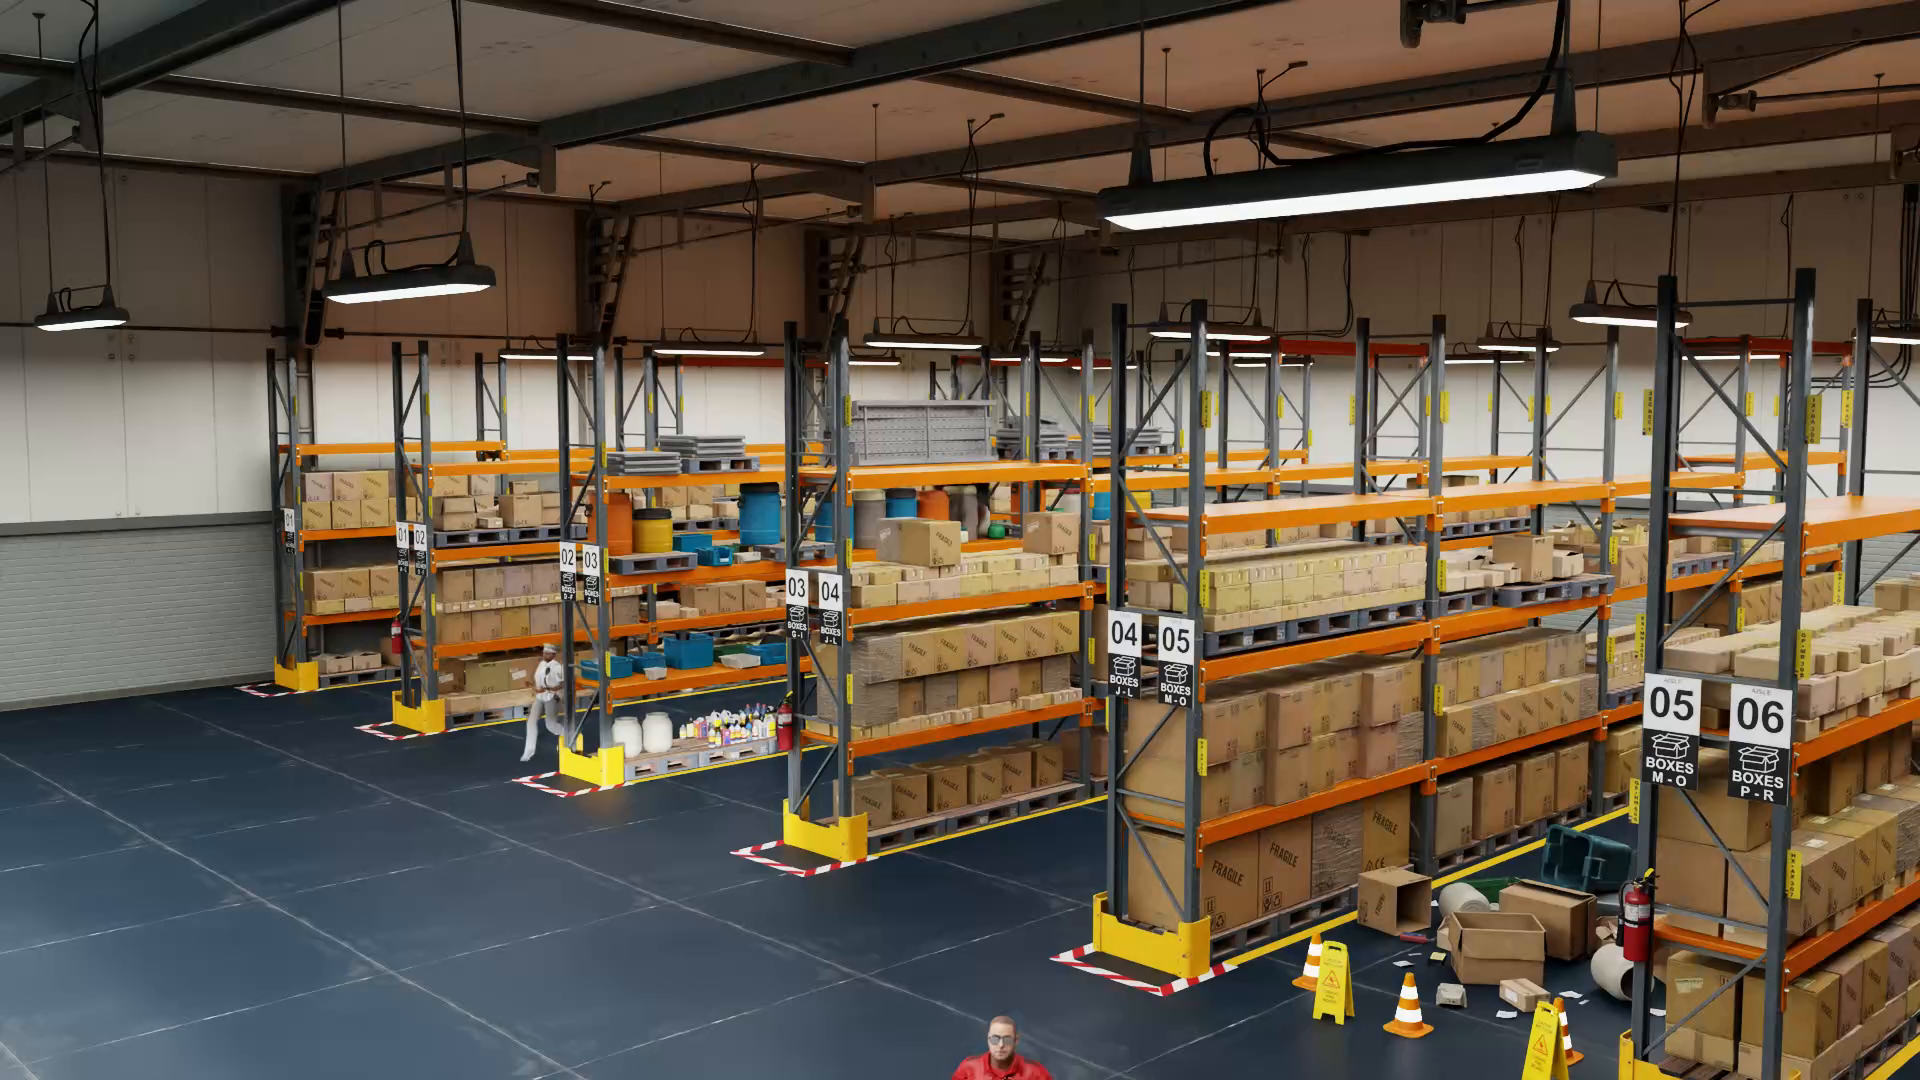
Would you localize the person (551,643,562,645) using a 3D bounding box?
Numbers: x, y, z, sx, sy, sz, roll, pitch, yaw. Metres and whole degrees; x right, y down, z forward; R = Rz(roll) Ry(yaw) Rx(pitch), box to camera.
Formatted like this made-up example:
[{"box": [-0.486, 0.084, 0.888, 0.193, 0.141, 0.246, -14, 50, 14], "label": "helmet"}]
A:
[{"box": [-7.052, 1.732, 29.483, 0.656, 1.707, 0.970, 5, 7, 43], "label": "person"}]

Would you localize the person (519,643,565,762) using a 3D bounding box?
[{"box": [-5.836, 2.299, 23.740, 0.602, 1.692, 0.877, 3, 6, 33], "label": "person"}]

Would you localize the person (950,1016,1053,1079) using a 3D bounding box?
[{"box": [0.242, 3.502, 9.379, 0.666, 1.694, 0.788, 1, 5, 6], "label": "person"}]
